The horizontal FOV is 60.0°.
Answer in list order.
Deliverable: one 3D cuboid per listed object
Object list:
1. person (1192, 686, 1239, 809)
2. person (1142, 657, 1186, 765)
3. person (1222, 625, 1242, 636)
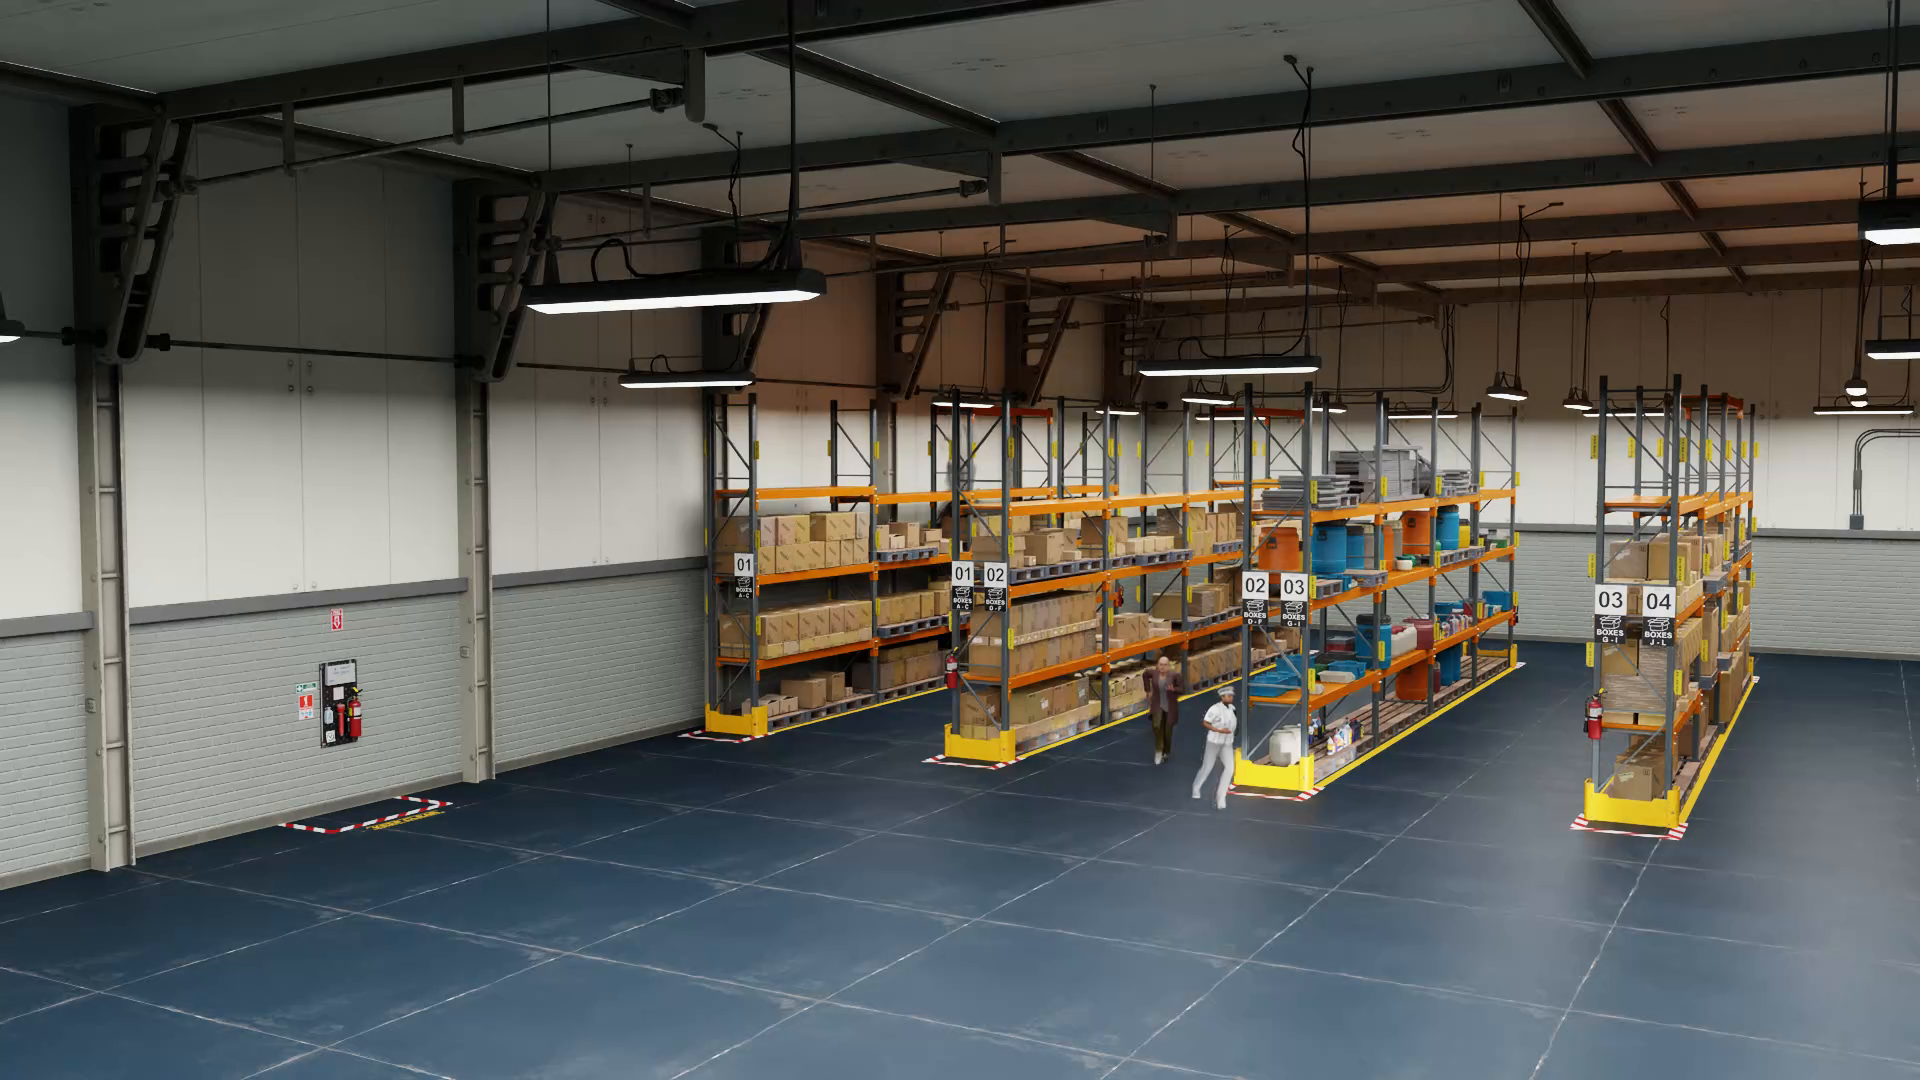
[{"bbox_3d":[3.692,2.907,23.606,0.633,1.707,0.812,-1,3,-24],"label":"person"},{"bbox_3d":[3.239,2.699,26.452,0.691,1.733,0.986,0,3,8],"label":"person"},{"bbox_3d":[7.108,1.874,42.881,0.714,1.650,0.646,1,3,19],"label":"person"}]
